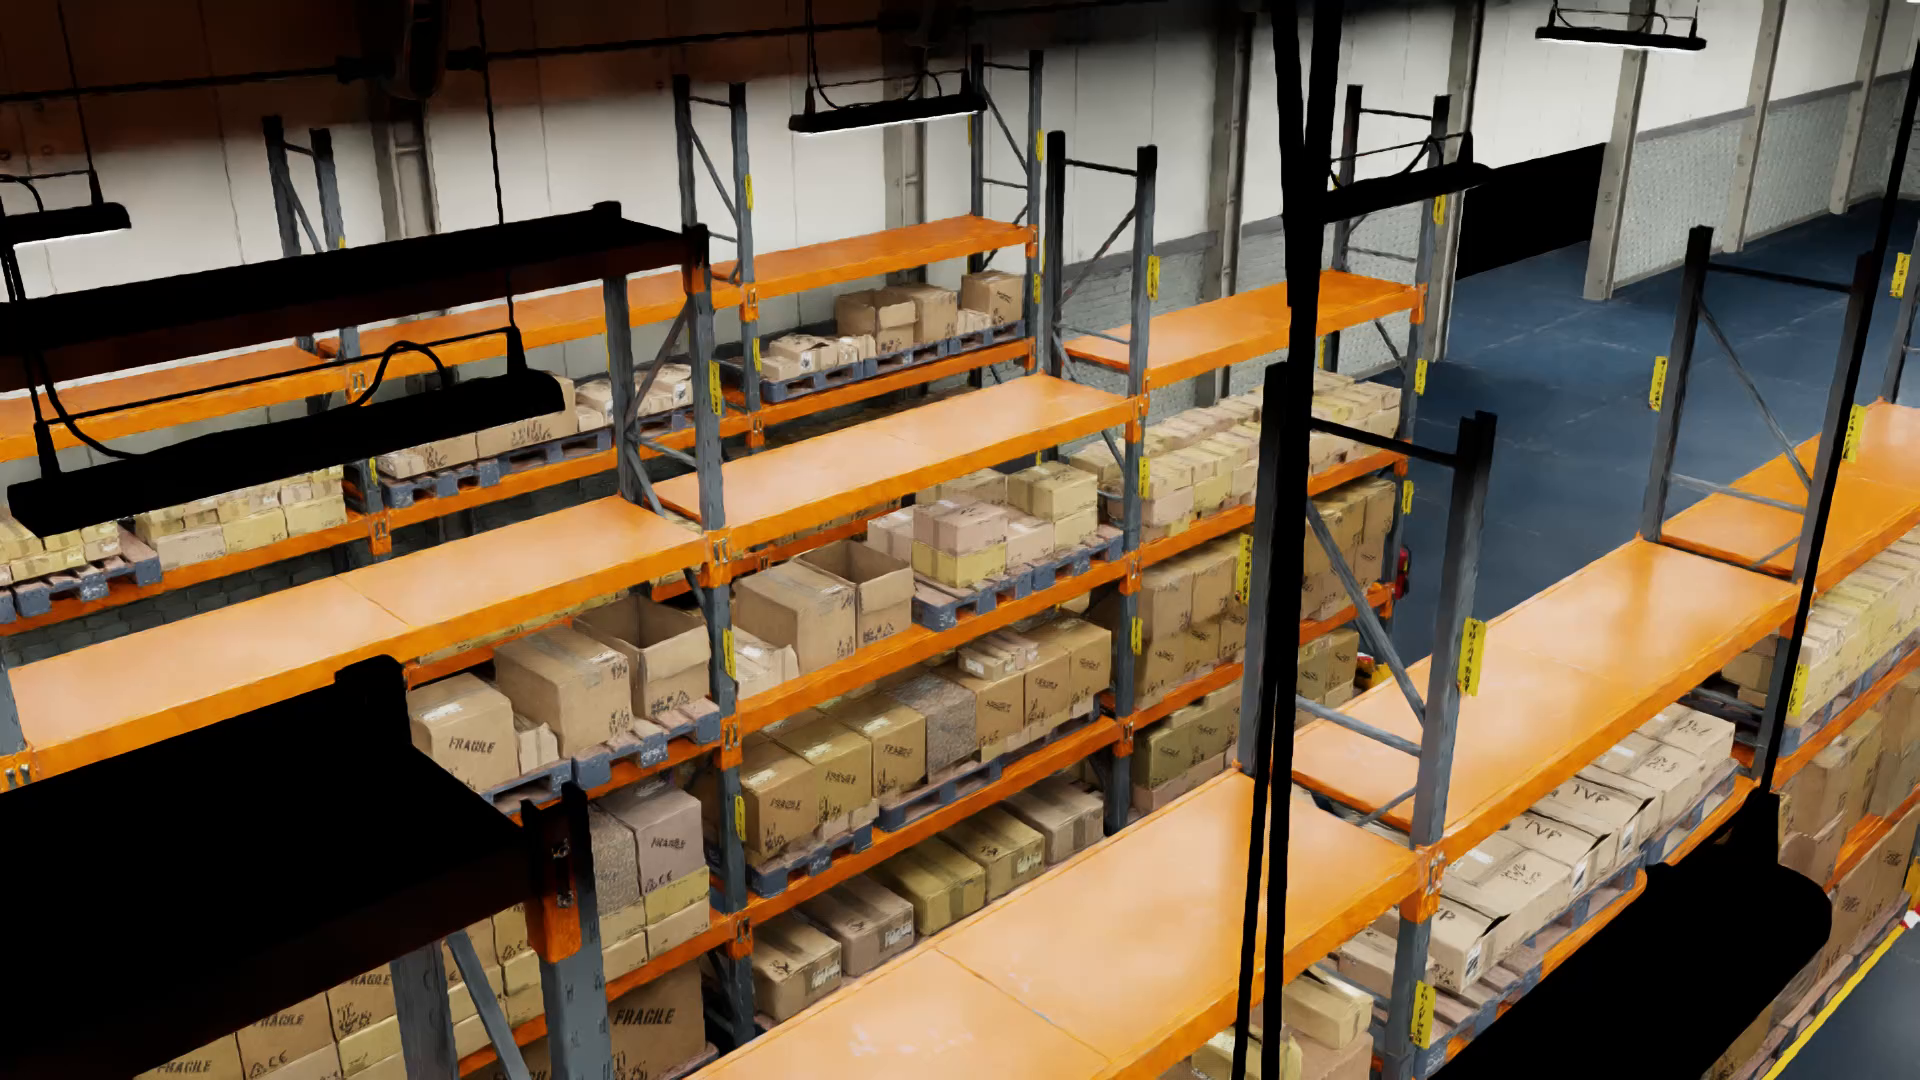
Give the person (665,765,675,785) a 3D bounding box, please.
[{"bbox_3d":[-2.227,2.103,13.648,0.522,1.591,0.526,-4,23,-10],"label":"person"}]
